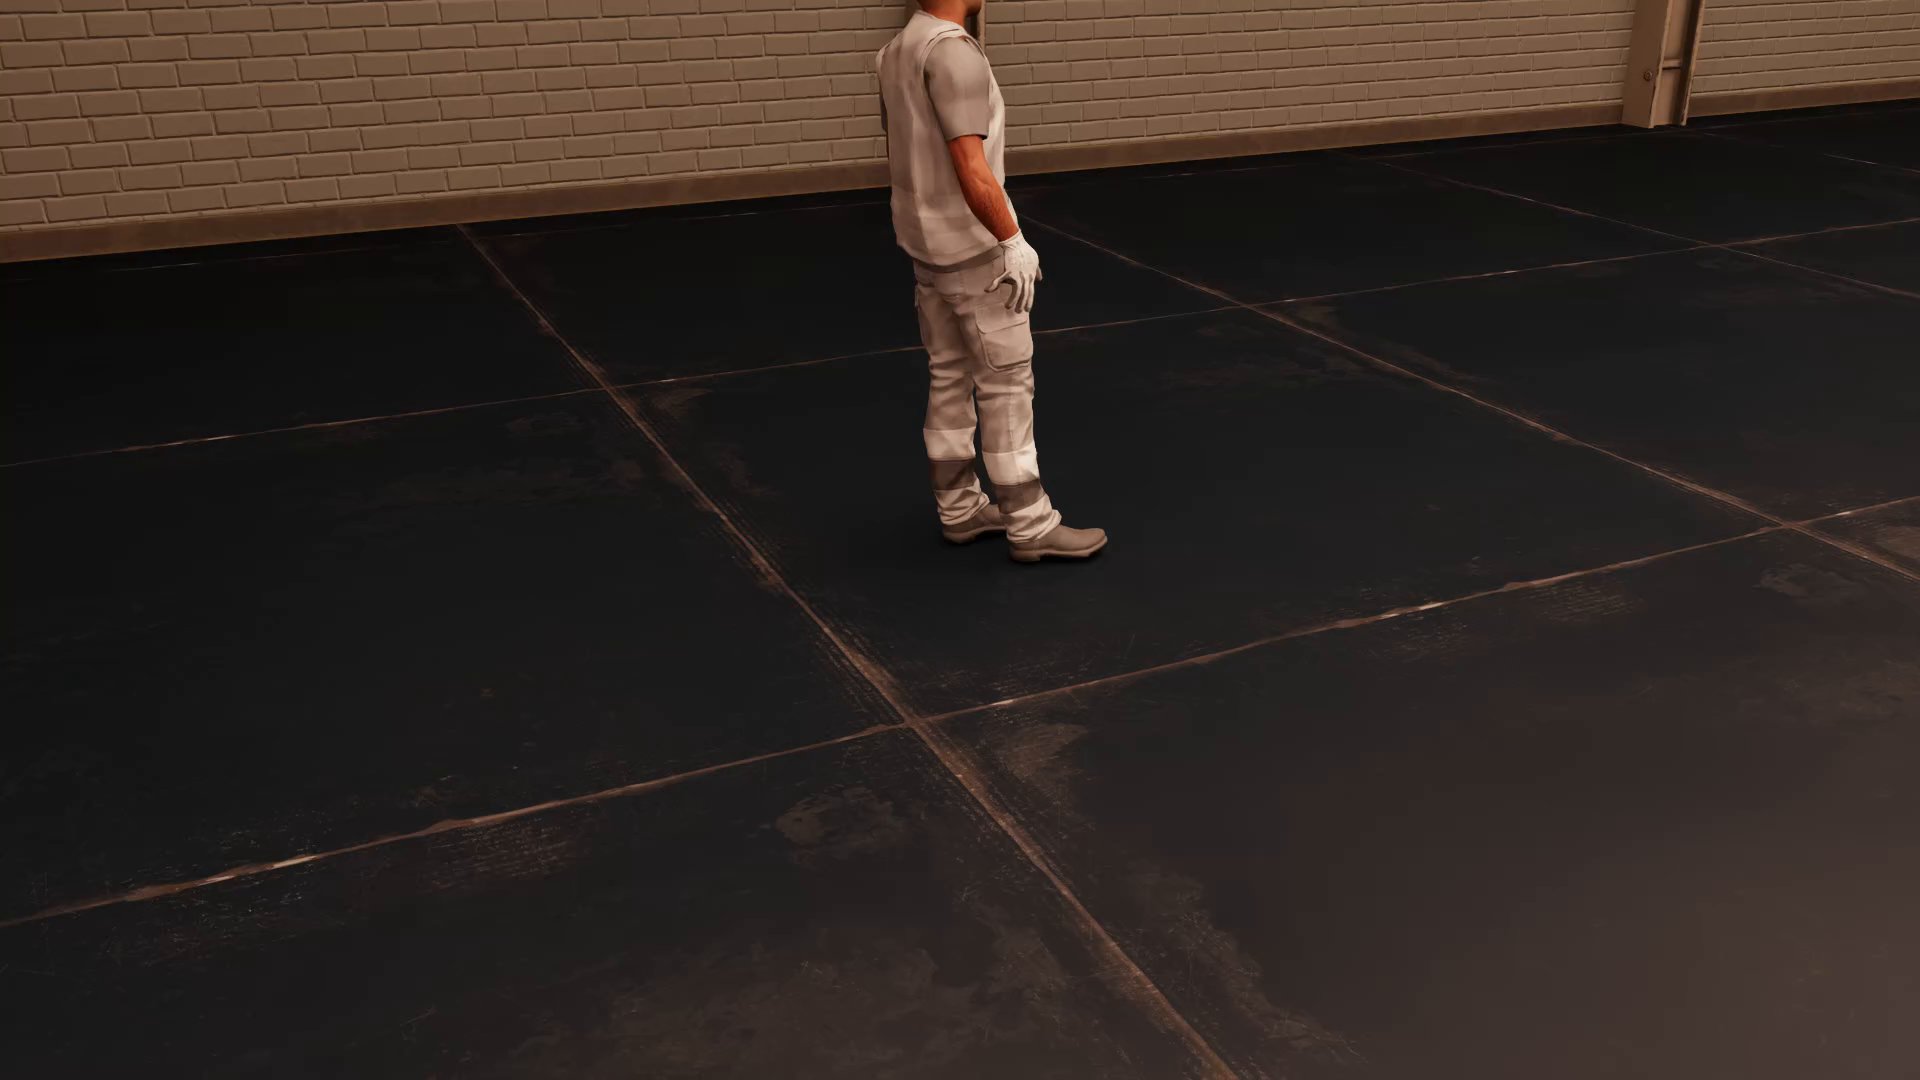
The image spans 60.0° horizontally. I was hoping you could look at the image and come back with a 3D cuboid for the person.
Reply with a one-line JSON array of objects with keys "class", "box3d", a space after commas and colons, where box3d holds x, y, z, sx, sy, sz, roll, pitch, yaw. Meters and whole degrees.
[{"class": "person", "box3d": [0.078, -0.842, 4.781, 0.564, 1.787, 0.637, -10, 25, -23]}]
